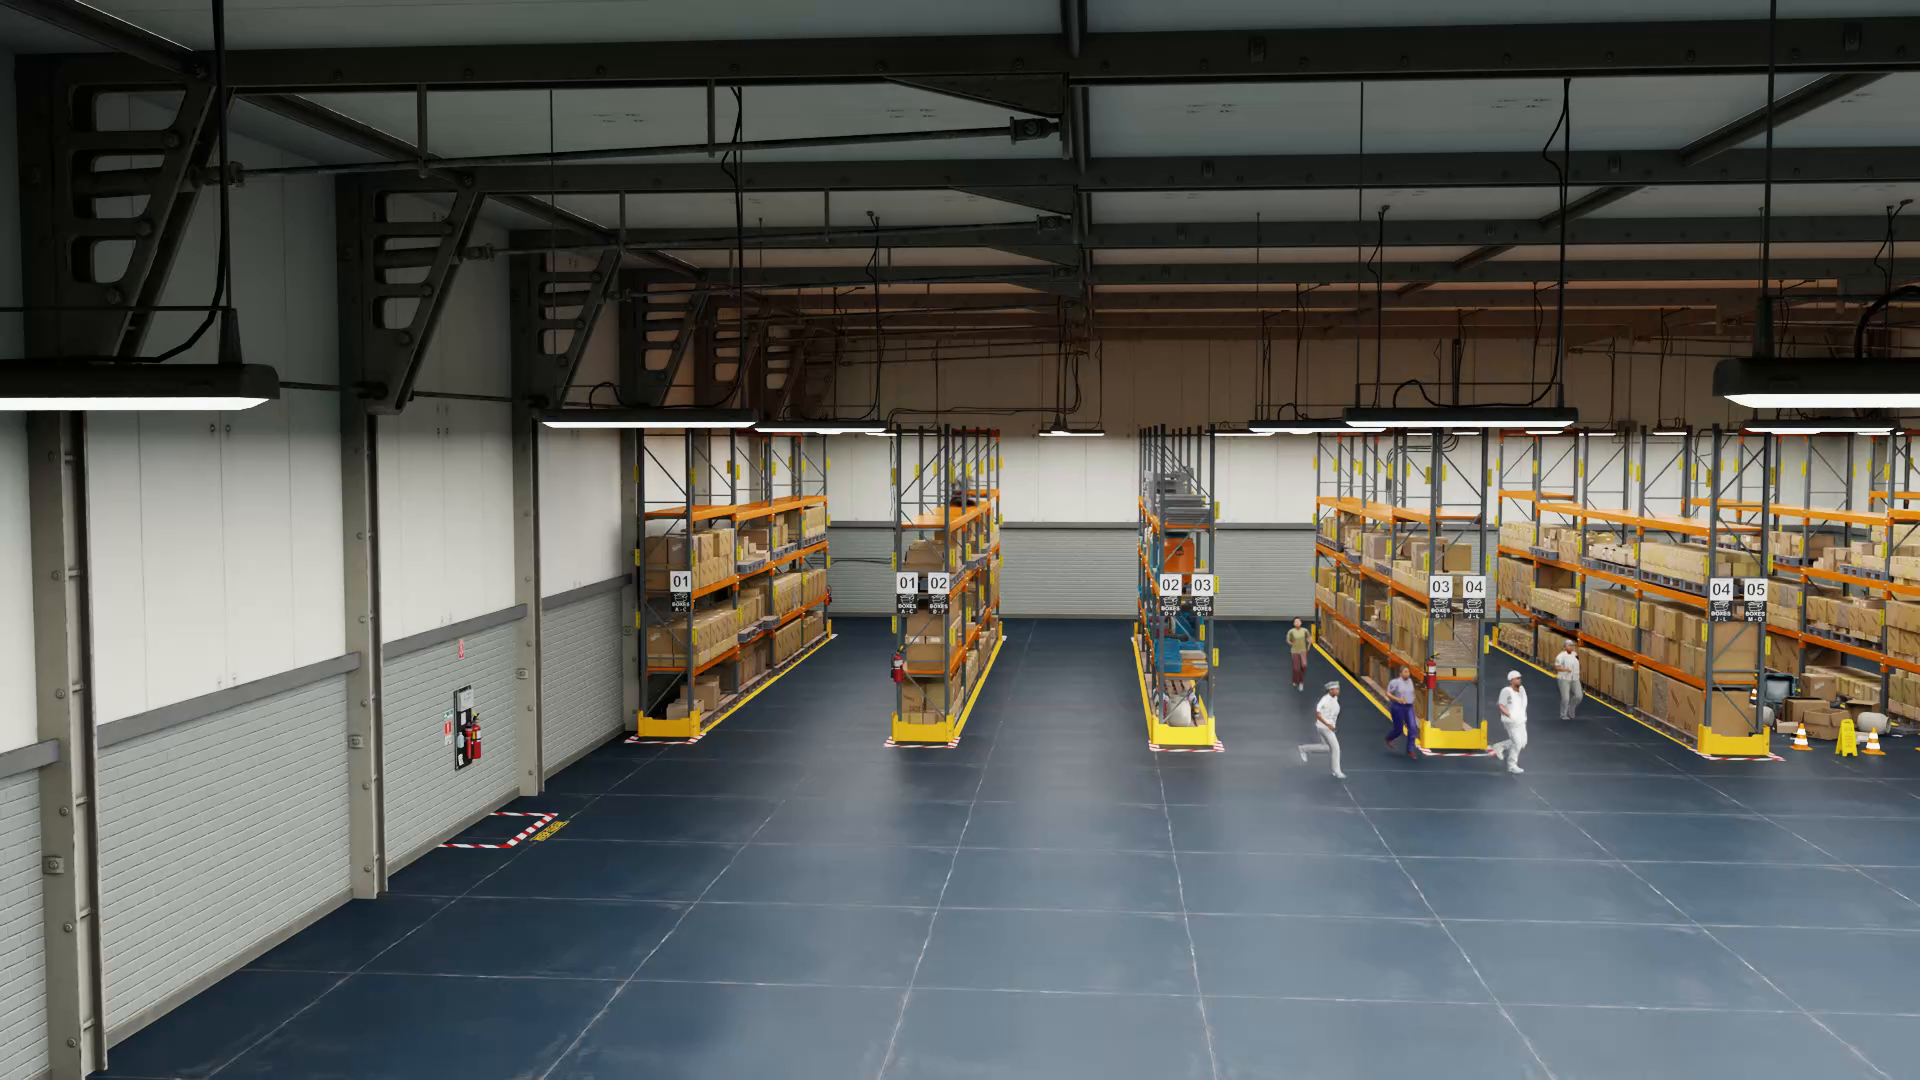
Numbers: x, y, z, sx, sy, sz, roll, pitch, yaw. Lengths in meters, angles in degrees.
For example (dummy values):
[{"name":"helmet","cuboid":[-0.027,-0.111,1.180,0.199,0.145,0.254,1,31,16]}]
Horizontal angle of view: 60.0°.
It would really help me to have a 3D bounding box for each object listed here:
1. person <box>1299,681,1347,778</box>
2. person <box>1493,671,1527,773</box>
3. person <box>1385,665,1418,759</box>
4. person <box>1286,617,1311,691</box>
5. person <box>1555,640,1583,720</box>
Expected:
[{"name":"person","cuboid":[6.170,3.204,28.292,0.855,1.678,0.581,2,4,30]},{"name":"person","cuboid":[9.481,3.110,28.624,0.687,1.753,0.670,-3,4,-37]},{"name":"person","cuboid":[7.997,3.088,30.103,0.643,1.656,0.841,-1,4,-17]},{"name":"person","cuboid":[7.746,2.616,38.026,0.581,1.635,0.692,0,3,6]},{"name":"person","cuboid":[12.376,2.848,33.736,0.570,1.638,0.576,0,3,-5]}]
